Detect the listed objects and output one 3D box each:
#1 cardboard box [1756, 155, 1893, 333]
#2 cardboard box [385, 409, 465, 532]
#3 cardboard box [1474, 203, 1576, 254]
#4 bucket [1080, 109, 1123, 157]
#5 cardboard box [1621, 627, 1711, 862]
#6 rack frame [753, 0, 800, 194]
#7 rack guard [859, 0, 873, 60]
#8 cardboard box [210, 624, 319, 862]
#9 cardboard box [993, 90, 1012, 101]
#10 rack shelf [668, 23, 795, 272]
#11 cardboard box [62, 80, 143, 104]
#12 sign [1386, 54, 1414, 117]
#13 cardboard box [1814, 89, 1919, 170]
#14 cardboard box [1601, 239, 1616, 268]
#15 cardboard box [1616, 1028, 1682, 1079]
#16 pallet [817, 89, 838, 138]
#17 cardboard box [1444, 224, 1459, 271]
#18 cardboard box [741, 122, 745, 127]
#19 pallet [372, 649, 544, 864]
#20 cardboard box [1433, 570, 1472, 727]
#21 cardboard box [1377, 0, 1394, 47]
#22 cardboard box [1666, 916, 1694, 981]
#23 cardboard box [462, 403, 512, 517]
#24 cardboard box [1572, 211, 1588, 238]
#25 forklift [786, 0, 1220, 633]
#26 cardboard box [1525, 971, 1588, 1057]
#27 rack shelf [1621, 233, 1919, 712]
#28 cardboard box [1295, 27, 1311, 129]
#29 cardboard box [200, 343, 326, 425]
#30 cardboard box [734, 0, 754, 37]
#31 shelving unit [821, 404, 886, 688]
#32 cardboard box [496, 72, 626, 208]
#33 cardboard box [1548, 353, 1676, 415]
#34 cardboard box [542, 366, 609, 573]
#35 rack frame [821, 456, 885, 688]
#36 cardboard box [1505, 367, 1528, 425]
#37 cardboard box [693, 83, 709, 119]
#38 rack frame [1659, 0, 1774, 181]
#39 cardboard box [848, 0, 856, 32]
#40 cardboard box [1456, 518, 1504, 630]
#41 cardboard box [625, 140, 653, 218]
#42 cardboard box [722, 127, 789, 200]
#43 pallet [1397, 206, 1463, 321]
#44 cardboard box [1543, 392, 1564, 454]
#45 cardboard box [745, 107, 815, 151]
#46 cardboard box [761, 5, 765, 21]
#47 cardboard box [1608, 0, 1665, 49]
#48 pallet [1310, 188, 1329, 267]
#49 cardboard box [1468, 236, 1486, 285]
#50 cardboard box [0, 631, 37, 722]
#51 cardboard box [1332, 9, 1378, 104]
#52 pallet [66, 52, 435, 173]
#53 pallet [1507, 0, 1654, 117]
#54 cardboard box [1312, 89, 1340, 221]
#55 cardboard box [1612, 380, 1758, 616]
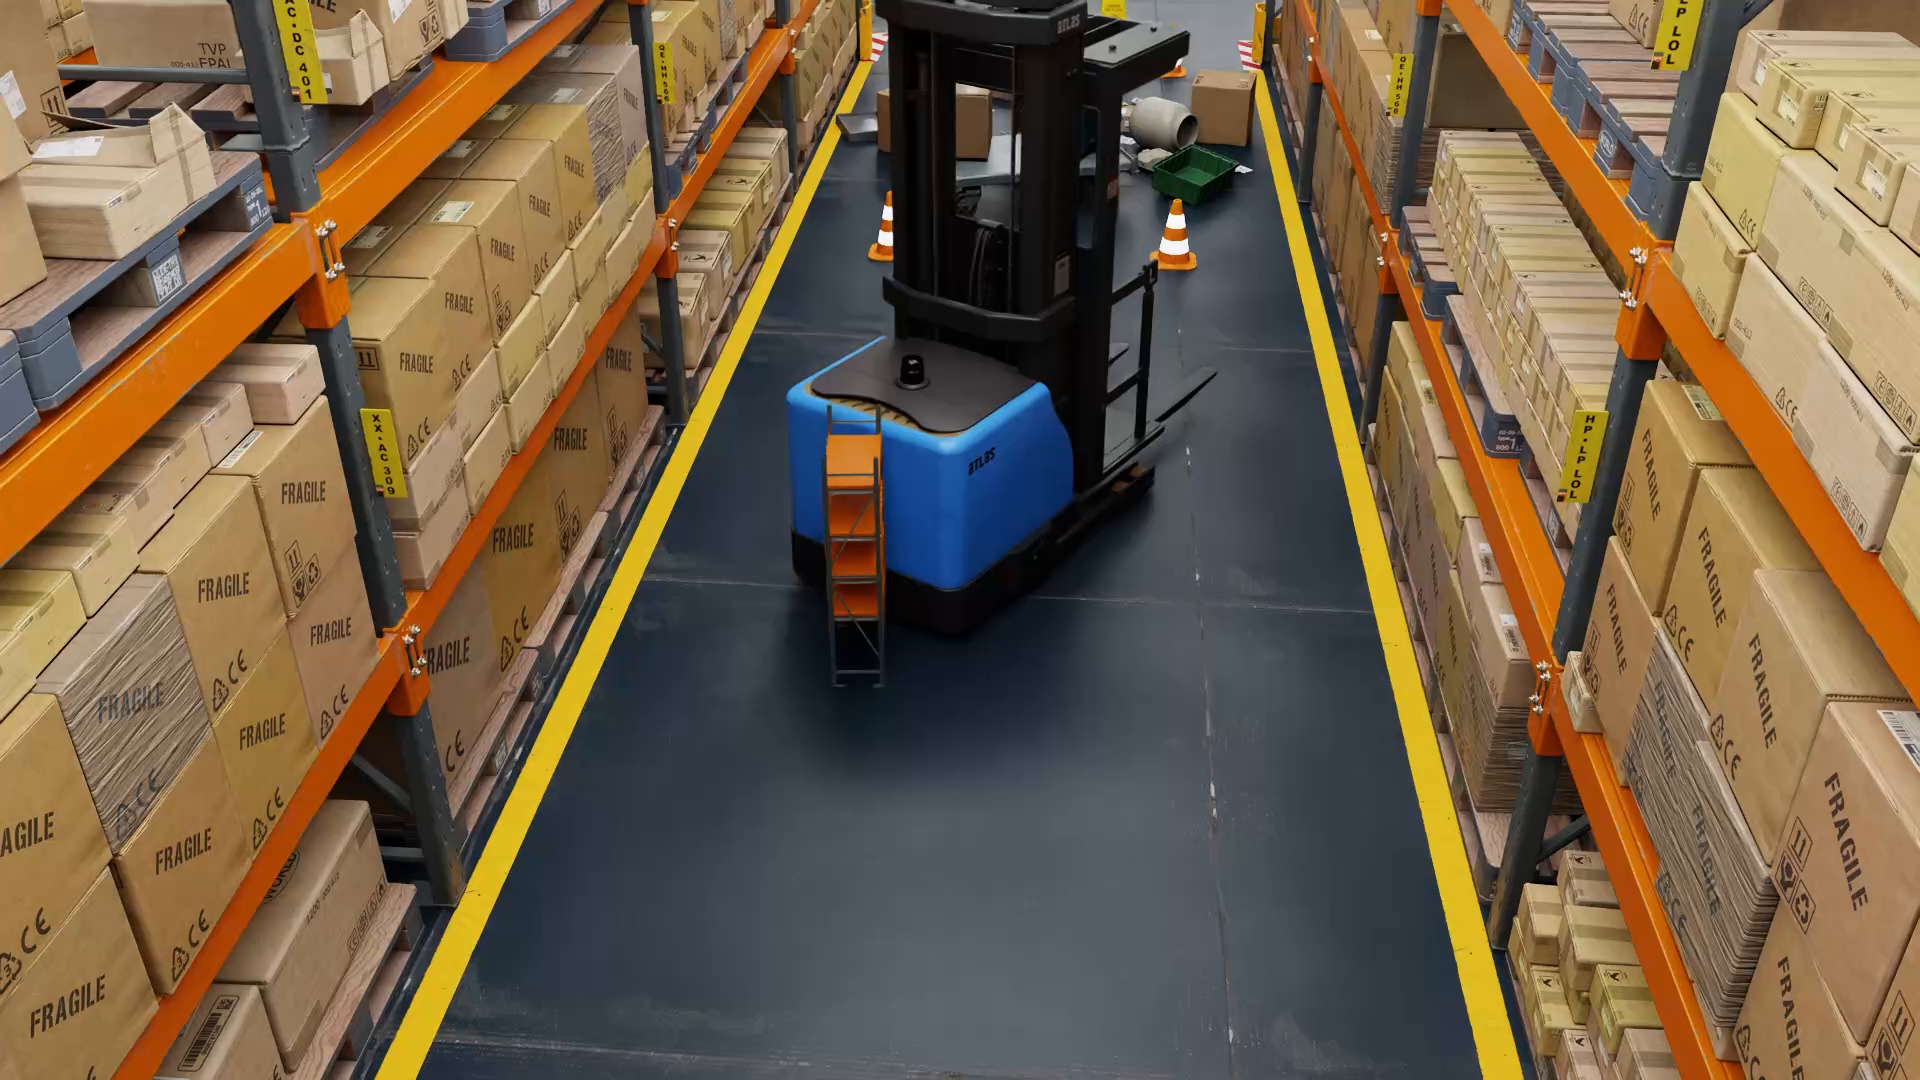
[{"bbox_3d":[2.178,-0.668,3.782,0.500,0.250,0.500,2,32,4],"label":"cardboard box"},{"bbox_3d":[-2.124,-0.269,5.994,0.500,0.250,0.500,2,32,3],"label":"cardboard box"},{"bbox_3d":[2.510,-1.378,7.400,0.380,0.149,0.250,4,32,6],"label":"cardboard box"},{"bbox_3d":[0.866,-3.350,12.998,0.726,0.611,0.620,14,44,21],"label":"bucket"},{"bbox_3d":[2.177,0.594,4.548,0.500,0.500,0.500,2,32,4],"label":"cardboard box"},{"bbox_3d":[-1.789,-4.085,12.520,1.000,3.000,0.127,2,32,4],"label":"rack frame"},{"bbox_3d":[-1.470,-5.073,16.506,1.175,0.500,0.348,2,32,4],"label":"rack guard"},{"bbox_3d":[-2.260,0.578,4.858,0.500,0.500,0.500,2,32,3],"label":"cardboard box"},{"bbox_3d":[0.443,-4.192,15.411,0.380,0.149,0.250,20,37,29],"label":"cardboard box"},{"bbox_3d":[-1.952,-2.733,11.012,1.077,0.370,4.000,2,32,4],"label":"rack shelf"},{"bbox_3d":[-6.768,-3.190,12.931,0.875,0.625,0.625,4,32,6],"label":"cardboard box"},{"bbox_3d":[2.273,-2.350,8.601,0.100,0.325,0.005,2,32,4],"label":"sign"},{"bbox_3d":[2.217,-0.923,3.816,0.380,0.149,0.250,2,32,3],"label":"cardboard box"},{"bbox_3d":[3.181,-1.348,7.634,0.380,0.149,0.250,3,32,4],"label":"cardboard box"},{"bbox_3d":[2.215,1.622,5.008,0.380,0.149,0.250,2,32,3],"label":"cardboard box"},{"bbox_3d":[-1.673,-3.891,14.862,1.003,0.211,1.213,2,32,4],"label":"pallet"},{"bbox_3d":[2.546,-1.400,8.002,0.380,0.149,0.250,4,32,6],"label":"cardboard box"},{"bbox_3d":[-2.009,-3.414,13.652,0.500,0.250,0.500,4,32,6],"label":"cardboard box"},{"bbox_3d":[-2.453,0.878,7.124,1.003,0.211,1.213,2,32,4],"label":"pallet"},{"bbox_3d":[2.353,0.476,7.101,0.500,0.500,0.500,2,32,3],"label":"cardboard box"},{"bbox_3d":[2.994,-3.338,10.259,0.700,0.500,0.500,2,32,3],"label":"cardboard box"},{"bbox_3d":[2.122,1.048,4.429,0.380,0.149,0.250,3,32,5],"label":"cardboard box"},{"bbox_3d":[-2.101,-0.328,6.566,0.500,0.250,0.500,2,32,3],"label":"cardboard box"},{"bbox_3d":[3.223,-1.500,8.164,0.380,0.149,0.250,2,32,4],"label":"cardboard box"},{"bbox_3d":[0.417,-1.531,8.440,1.130,2.935,3.031,20,37,29],"label":"forklift"},{"bbox_3d":[2.130,1.607,5.600,0.380,0.149,0.250,3,32,5],"label":"cardboard box"},{"bbox_3d":[2.338,0.331,3.180,1.077,0.370,4.000,2,32,4],"label":"rack shelf"},{"bbox_3d":[3.343,-3.999,14.004,0.875,0.875,0.875,3,32,4],"label":"cardboard box"},{"bbox_3d":[-2.148,-0.472,4.990,0.380,0.149,0.250,2,32,3],"label":"cardboard box"},{"bbox_3d":[-1.685,-3.653,11.040,0.500,0.500,0.500,4,32,6],"label":"cardboard box"},{"bbox_3d":[-0.475,0.034,7.551,0.258,1.200,0.503,-1,32,-2],"label":"shelving unit"},{"bbox_3d":[-1.930,-1.912,7.945,0.500,0.500,0.500,3,32,5],"label":"cardboard box"},{"bbox_3d":[2.383,-0.563,6.076,0.380,0.149,0.250,1,32,2],"label":"cardboard box"},{"bbox_3d":[-2.331,-0.444,8.237,0.875,0.875,0.875,3,32,5],"label":"cardboard box"},{"bbox_3d":[-0.467,0.162,7.343,0.240,1.200,0.015,-1,32,-2],"label":"rack frame"},{"bbox_3d":[2.417,-0.574,6.662,0.380,0.149,0.250,1,32,2],"label":"cardboard box"},{"bbox_3d":[-1.735,-2.658,10.043,0.380,0.149,0.250,3,32,4],"label":"cardboard box"},{"bbox_3d":[2.501,-2.298,3.901,1.000,3.000,0.127,2,32,4],"label":"rack frame"},{"bbox_3d":[-1.269,-5.074,15.631,0.500,0.500,0.500,3,32,4],"label":"cardboard box"},{"bbox_3d":[2.365,0.154,6.909,0.500,0.250,0.500,4,32,6],"label":"cardboard box"},{"bbox_3d":[-1.901,-1.879,8.606,0.500,0.250,0.500,2,32,4],"label":"cardboard box"},{"bbox_3d":[-1.829,-2.871,12.654,0.950,0.372,0.625,3,32,5],"label":"cardboard box"},{"bbox_3d":[2.875,-1.376,8.307,1.213,0.211,1.003,2,32,4],"label":"pallet"},{"bbox_3d":[2.380,-0.426,6.138,0.380,0.149,0.250,4,32,6],"label":"cardboard box"},{"bbox_3d":[-1.472,-3.391,13.613,0.500,0.250,0.500,1,32,2],"label":"cardboard box"},{"bbox_3d":[-1.595,-3.739,11.798,0.380,0.149,0.250,2,32,3],"label":"cardboard box"},{"bbox_3d":[2.758,-2.046,5.852,0.797,0.503,0.637,2,32,3],"label":"cardboard box"},{"bbox_3d":[3.165,-2.333,12.335,1.003,0.211,1.213,2,32,4],"label":"pallet"},{"bbox_3d":[2.508,-1.246,7.468,0.380,0.149,0.250,3,32,4],"label":"cardboard box"},{"bbox_3d":[-2.321,0.323,3.700,0.380,0.149,0.250,2,32,4],"label":"cardboard box"},{"bbox_3d":[2.758,-3.181,10.957,0.500,0.500,0.500,2,32,4],"label":"cardboard box"},{"bbox_3d":[-2.415,-1.579,5.777,0.805,0.209,1.217,1,32,2],"label":"pallet"},{"bbox_3d":[2.739,-1.801,6.134,1.213,0.211,1.003,2,32,4],"label":"pallet"},{"bbox_3d":[3.192,-2.819,12.210,1.050,0.750,0.750,2,32,4],"label":"cardboard box"},{"bbox_3d":[2.222,-0.113,4.742,0.500,0.500,0.500,3,32,5],"label":"cardboard box"}]
